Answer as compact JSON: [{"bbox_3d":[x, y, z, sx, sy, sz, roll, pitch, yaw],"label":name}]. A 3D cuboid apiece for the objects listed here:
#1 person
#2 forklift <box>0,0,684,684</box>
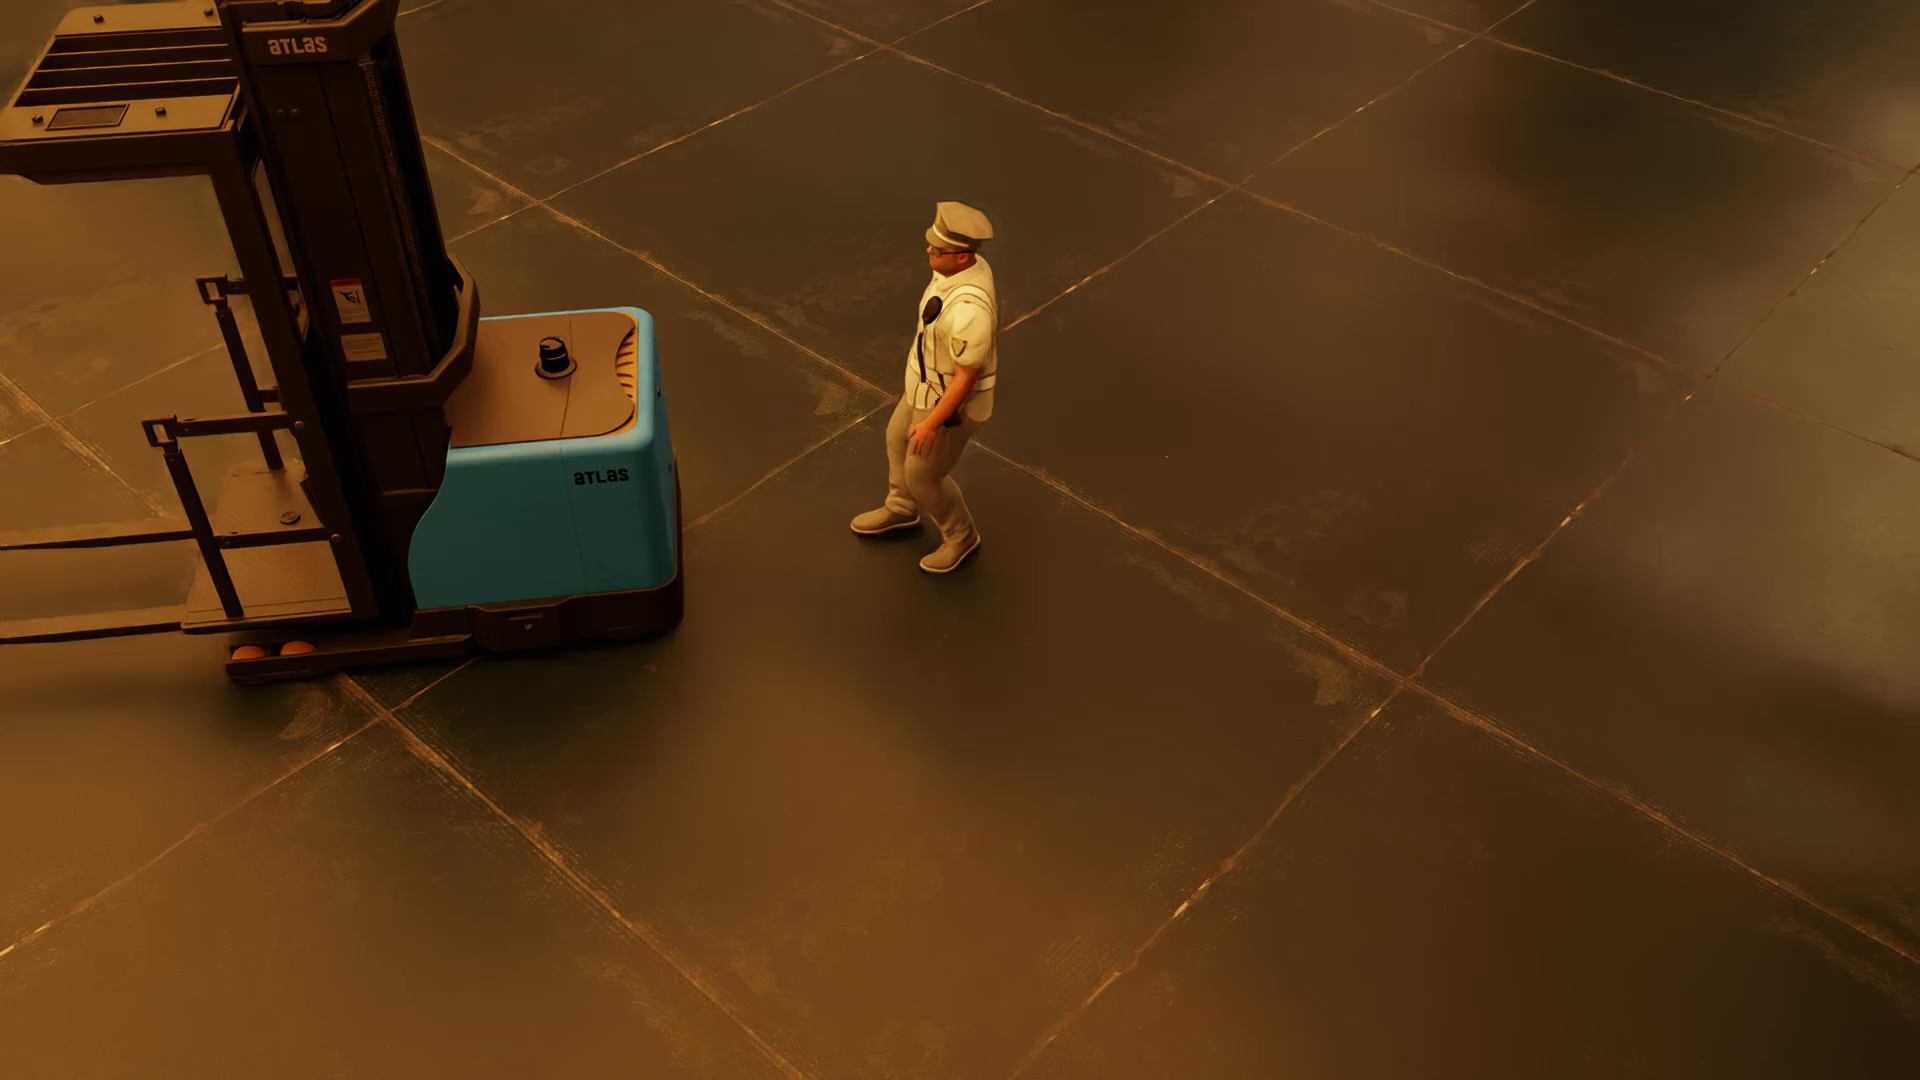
[{"bbox_3d":[-0.175,-0.648,7.112,0.651,1.754,0.686,-2,41,-3],"label":"person"},{"bbox_3d":[-2.757,-0.876,6.449,3.031,2.935,1.130,-5,41,-6],"label":"forklift"}]
